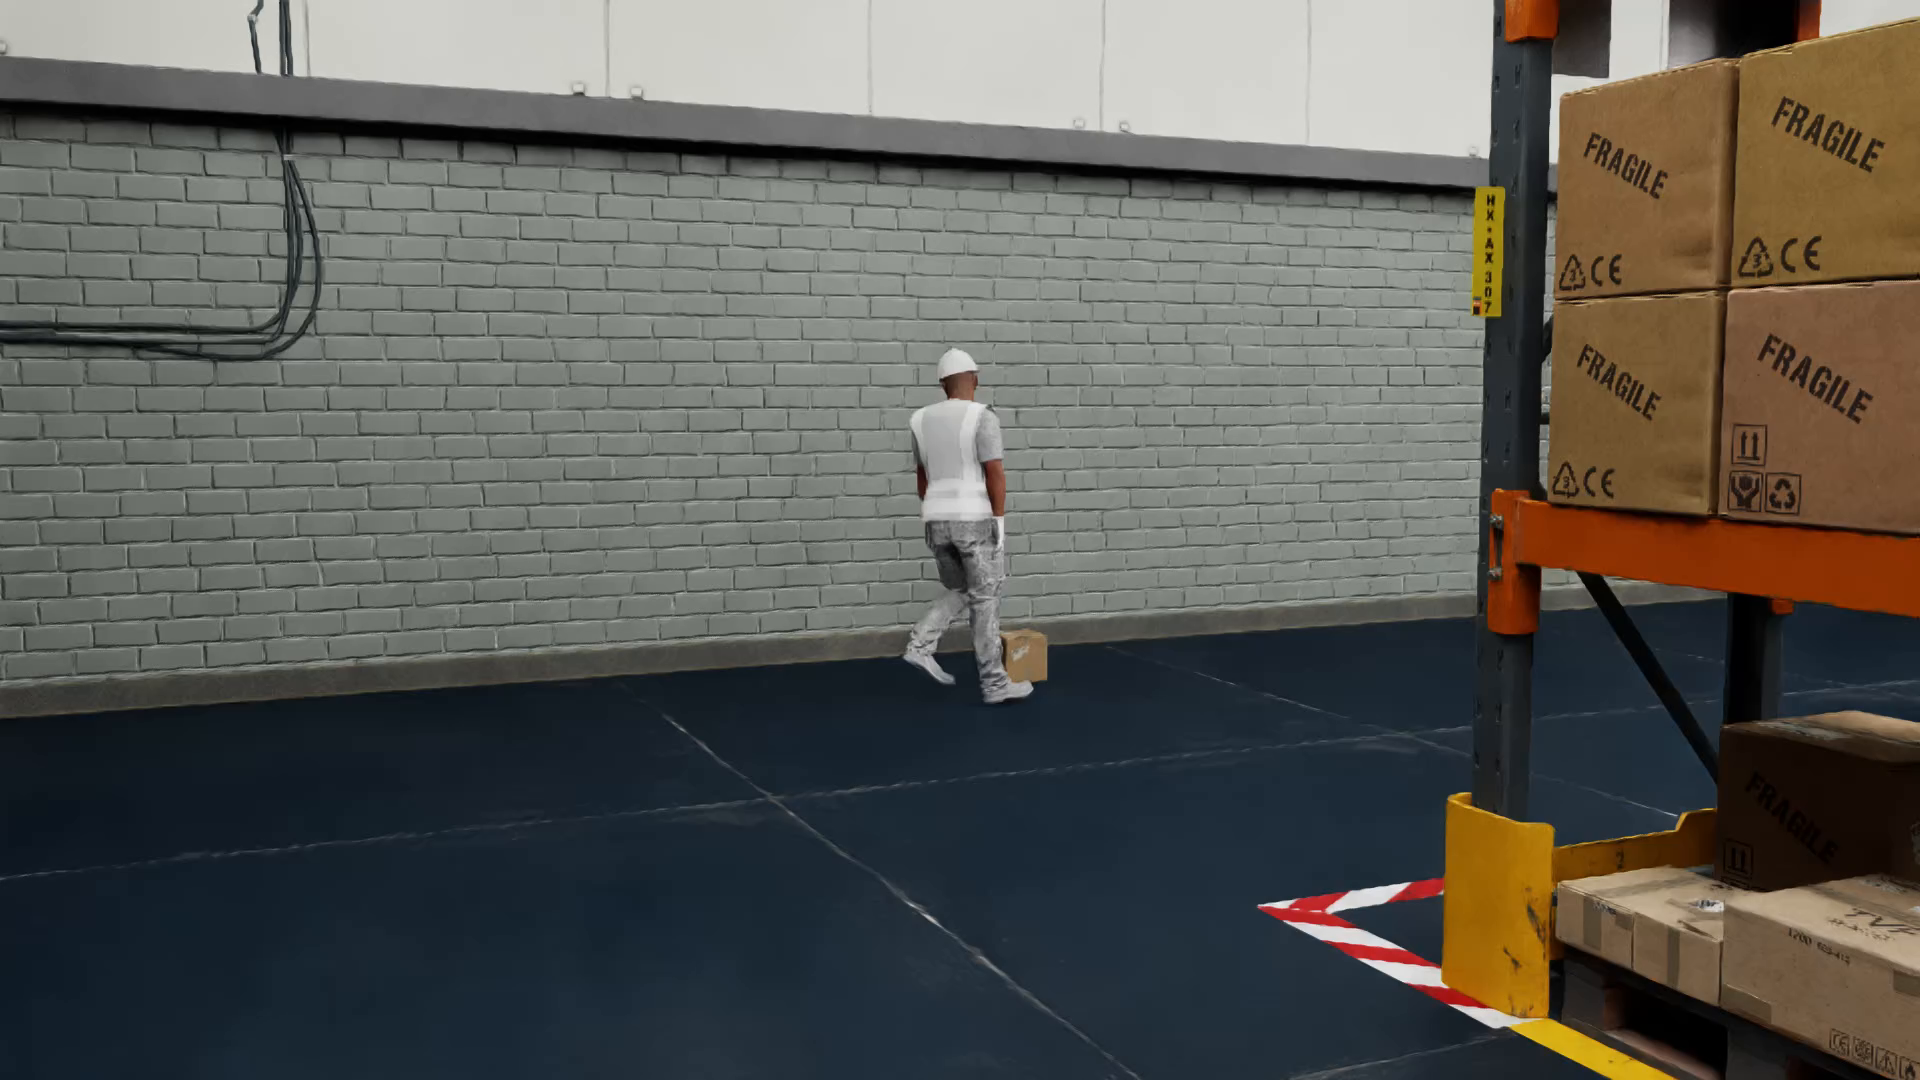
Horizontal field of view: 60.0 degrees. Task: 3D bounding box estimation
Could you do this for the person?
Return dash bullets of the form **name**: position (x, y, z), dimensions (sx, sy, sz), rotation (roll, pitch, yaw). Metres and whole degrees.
- **person**: position (-0.002, -0.076, 8.372), dimensions (0.631, 1.769, 0.518), rotation (5, 7, 40)
